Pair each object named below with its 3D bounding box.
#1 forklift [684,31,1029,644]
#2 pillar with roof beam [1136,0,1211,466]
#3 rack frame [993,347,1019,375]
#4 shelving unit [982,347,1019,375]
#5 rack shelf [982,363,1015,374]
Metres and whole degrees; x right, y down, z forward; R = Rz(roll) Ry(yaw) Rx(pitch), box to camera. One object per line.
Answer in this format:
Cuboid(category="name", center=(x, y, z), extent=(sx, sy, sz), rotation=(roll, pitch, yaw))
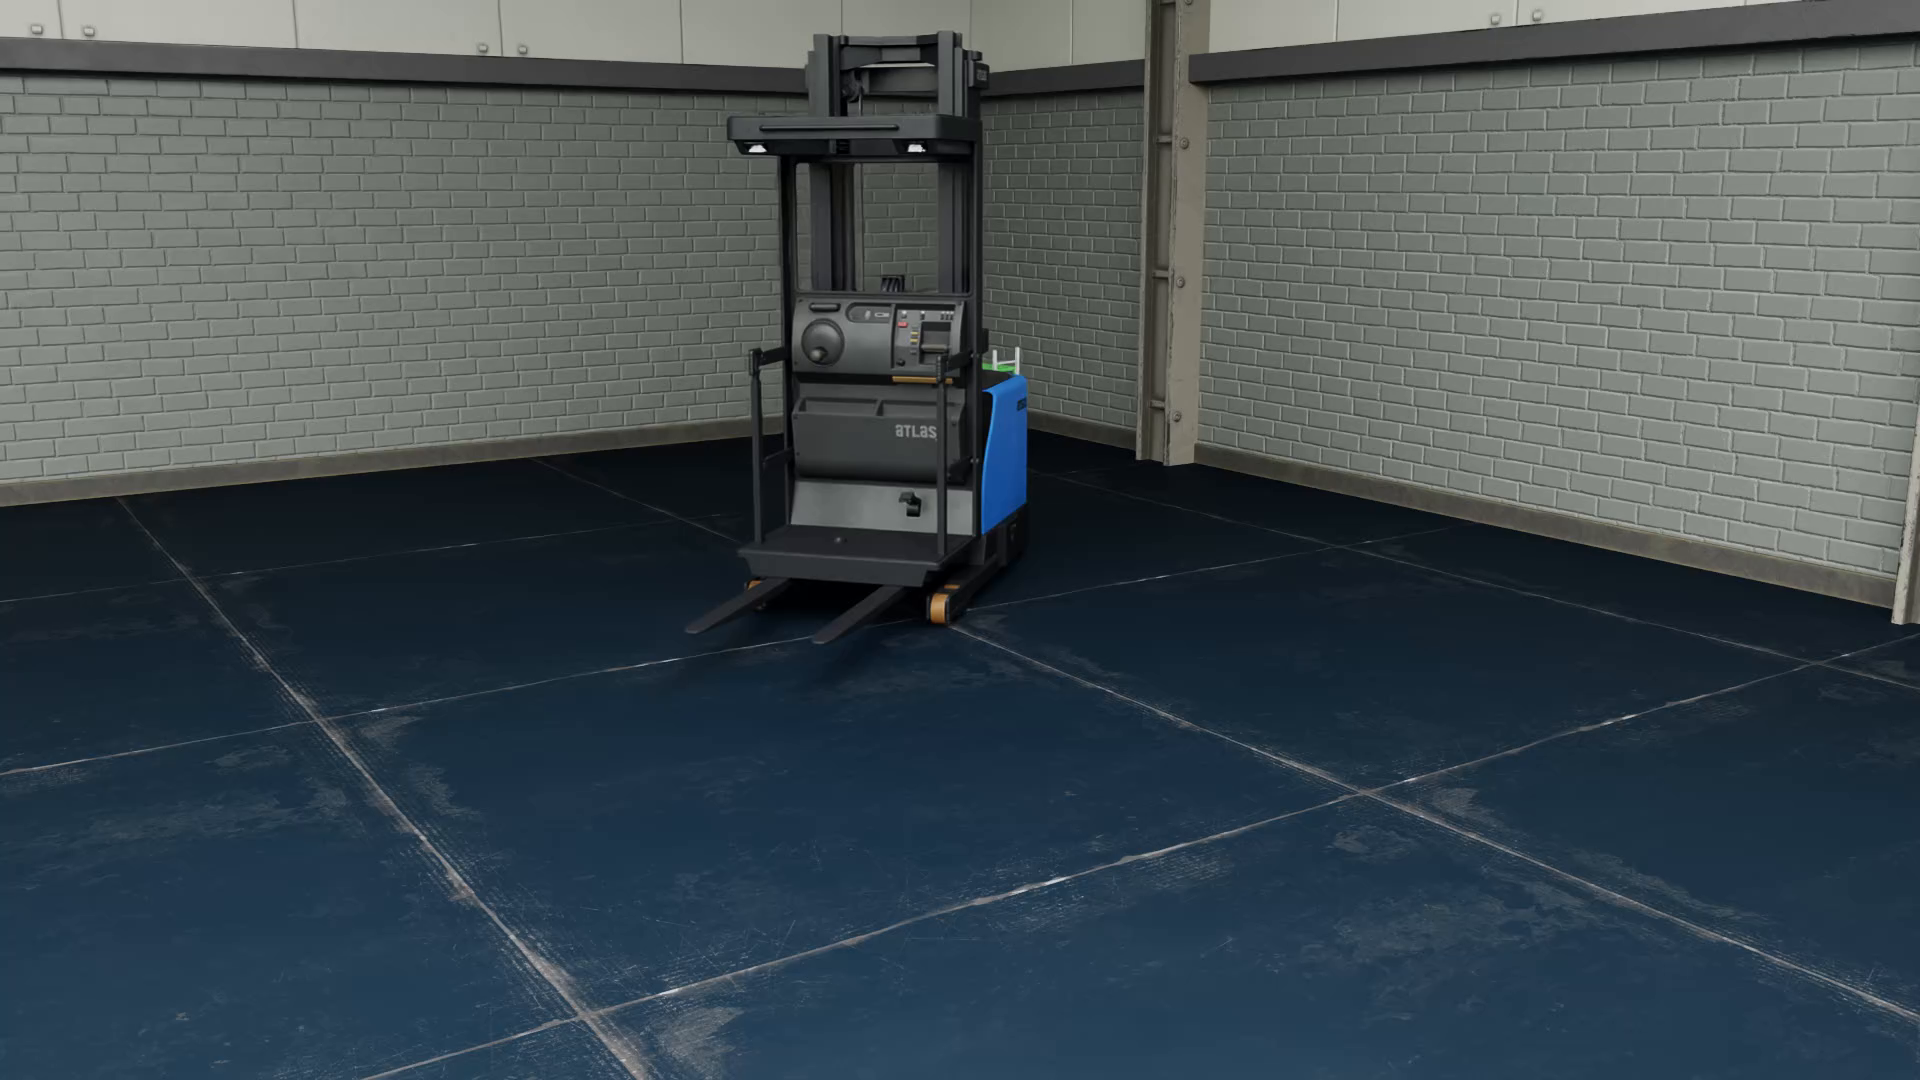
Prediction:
Cuboid(category="forklift", center=(-0.490, -1.094, 8.504), extent=(1.130, 2.935, 3.031), rotation=(4, 13, 16))
Cuboid(category="pillar with roof beam", center=(-1.942, -4.519, 9.961), extent=(9.100, 9.000, 0.400), rotation=(-8, 15, -33))
Cuboid(category="rack frame", center=(0.279, -0.569, 10.153), extent=(0.015, 1.200, 0.240), rotation=(10, 16, 39))
Cuboid(category="shelving unit", center=(0.093, -0.602, 10.307), extent=(0.503, 1.200, 0.258), rotation=(10, 16, 39))
Cuboid(category="rack shelf", center=(0.093, -1.009, 10.219), extent=(0.480, 0.148, 0.258), rotation=(10, 16, 39))
